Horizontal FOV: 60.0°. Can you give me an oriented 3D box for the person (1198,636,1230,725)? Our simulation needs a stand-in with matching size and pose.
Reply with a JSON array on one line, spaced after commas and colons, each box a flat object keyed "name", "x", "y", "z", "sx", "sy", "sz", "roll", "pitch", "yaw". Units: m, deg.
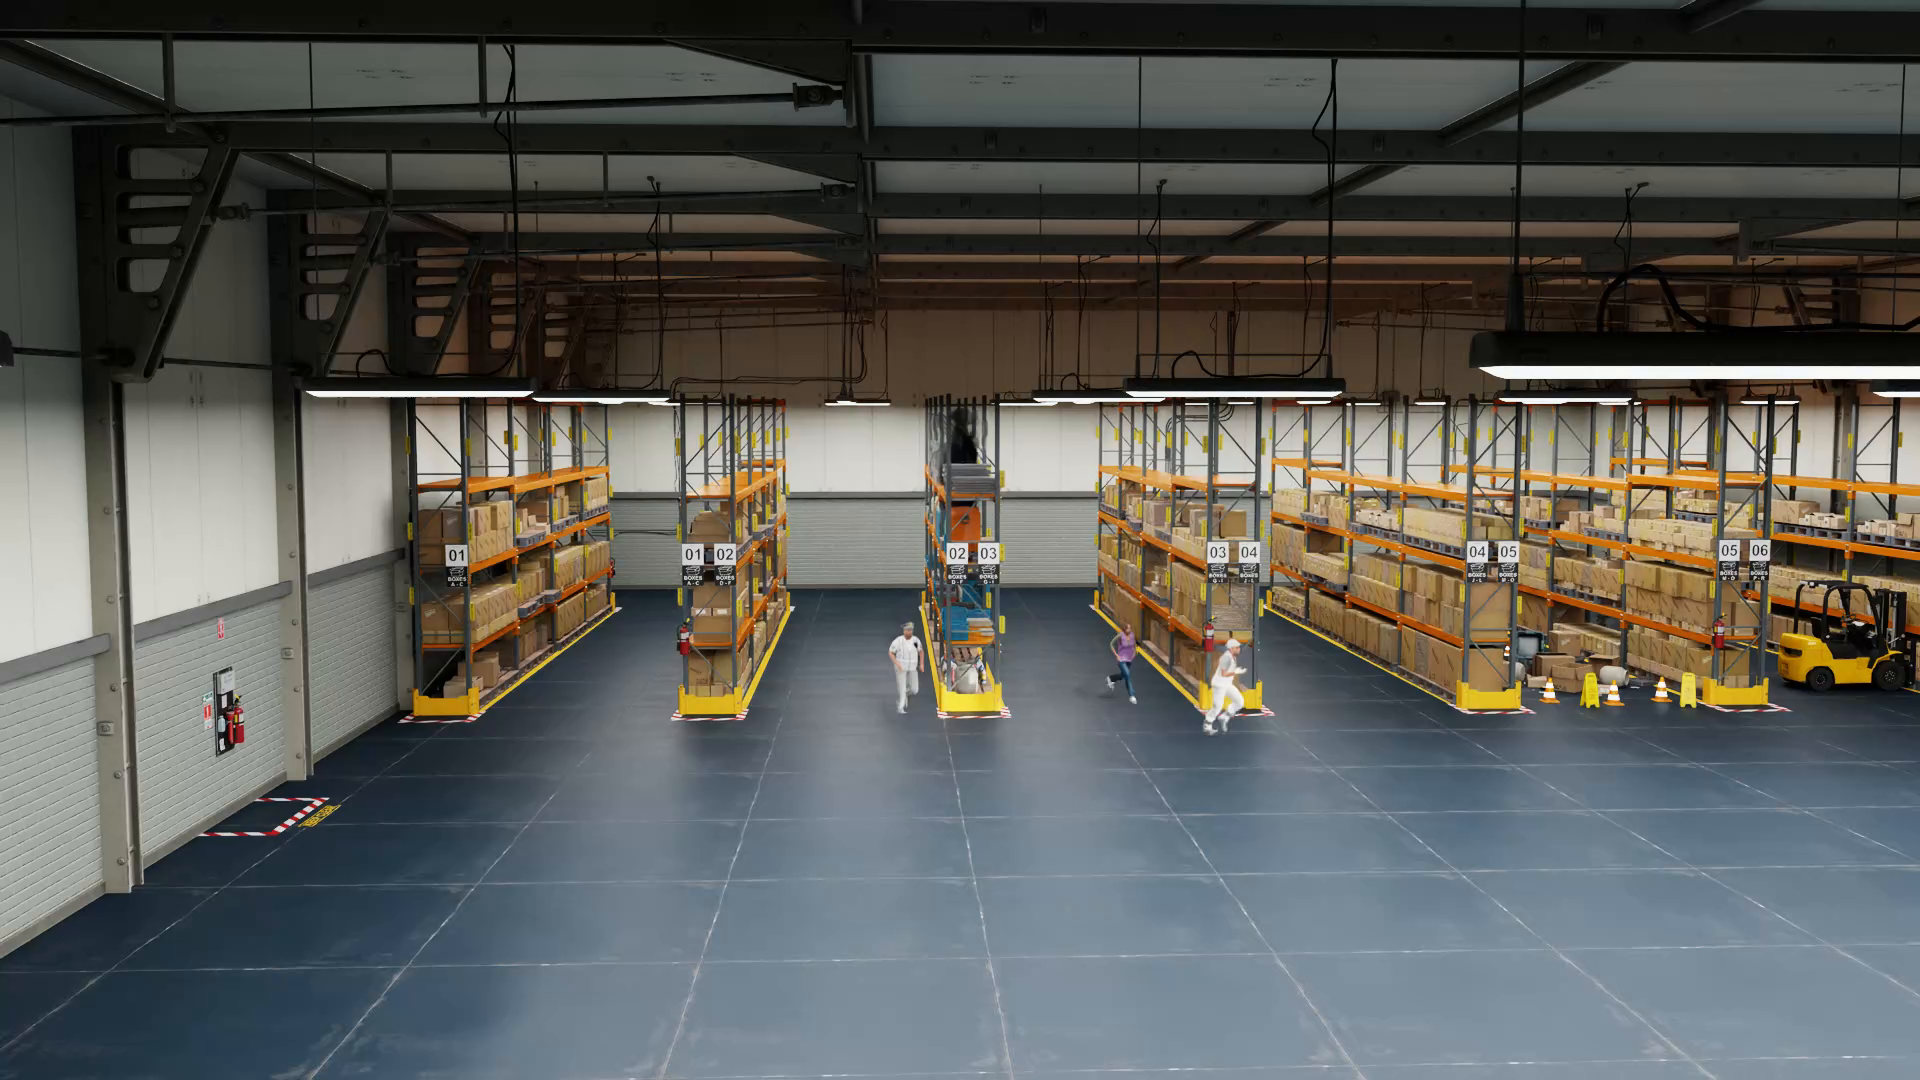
[{"name": "person", "x": 4.687, "y": 2.545, "z": 30.388, "sx": 0.618, "sy": 1.612, "sz": 0.512, "roll": 4, "pitch": 6, "yaw": 39}]

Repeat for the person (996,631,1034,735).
[{"name": "person", "x": 1.017, "y": 2.528, "z": 29.505, "sx": 0.818, "sy": 1.831, "sz": 0.666, "roll": 3, "pitch": 6, "yaw": 35}]

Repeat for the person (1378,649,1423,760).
[{"name": "person", "x": 7.266, "y": 2.682, "z": 27.340, "sx": 0.798, "sy": 1.803, "sz": 0.679, "roll": 4, "pitch": 6, "yaw": 40}]

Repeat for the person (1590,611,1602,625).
[{"name": "person", "x": 16.183, "y": 1.488, "z": 42.416, "sx": 0.700, "sy": 1.773, "sz": 0.971, "roll": 0, "pitch": 5, "yaw": -4}]
